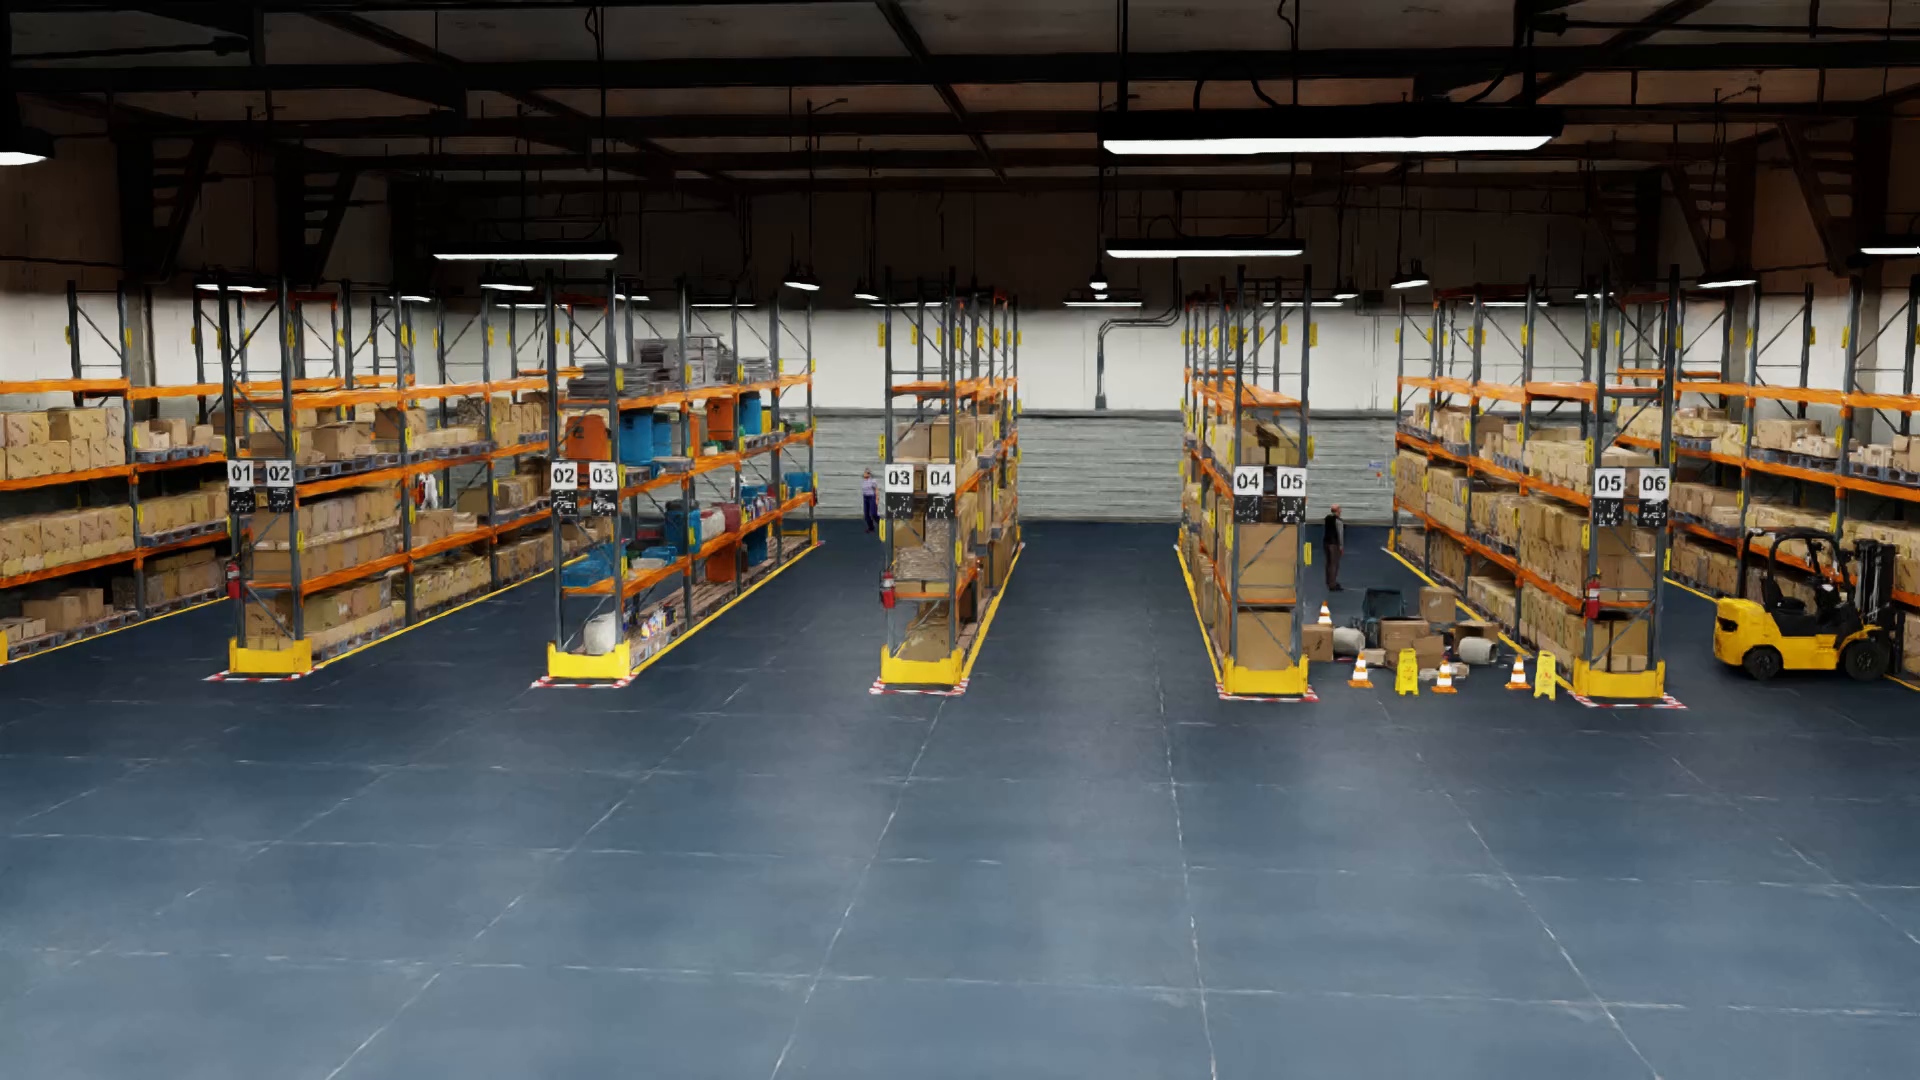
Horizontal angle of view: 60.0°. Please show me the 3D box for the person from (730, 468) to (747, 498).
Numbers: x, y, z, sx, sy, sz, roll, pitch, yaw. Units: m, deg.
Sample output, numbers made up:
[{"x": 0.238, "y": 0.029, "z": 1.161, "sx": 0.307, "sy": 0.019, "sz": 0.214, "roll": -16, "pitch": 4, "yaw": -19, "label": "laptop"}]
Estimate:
[{"x": -5.872, "y": -1.163, "z": 44.156, "sx": 0.456, "sy": 1.587, "sz": 1.088, "roll": 1, "pitch": 7, "yaw": 8, "label": "person"}]

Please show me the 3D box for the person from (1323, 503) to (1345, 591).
[{"x": 7.478, "y": 0.115, "z": 33.081, "sx": 0.466, "sy": 1.726, "sz": 0.595, "roll": -2, "pitch": 7, "yaw": -19, "label": "person"}]

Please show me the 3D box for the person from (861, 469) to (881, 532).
[{"x": -2.258, "y": -1.041, "z": 43.134, "sx": 0.555, "sy": 1.639, "sz": 0.532, "roll": 6, "pitch": 9, "yaw": 43, "label": "person"}]

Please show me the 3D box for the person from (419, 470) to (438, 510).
[{"x": -13.664, "y": -1.082, "z": 42.732, "sx": 0.580, "sy": 1.769, "sz": 0.771, "roll": 7, "pitch": 10, "yaw": 43, "label": "person"}]
